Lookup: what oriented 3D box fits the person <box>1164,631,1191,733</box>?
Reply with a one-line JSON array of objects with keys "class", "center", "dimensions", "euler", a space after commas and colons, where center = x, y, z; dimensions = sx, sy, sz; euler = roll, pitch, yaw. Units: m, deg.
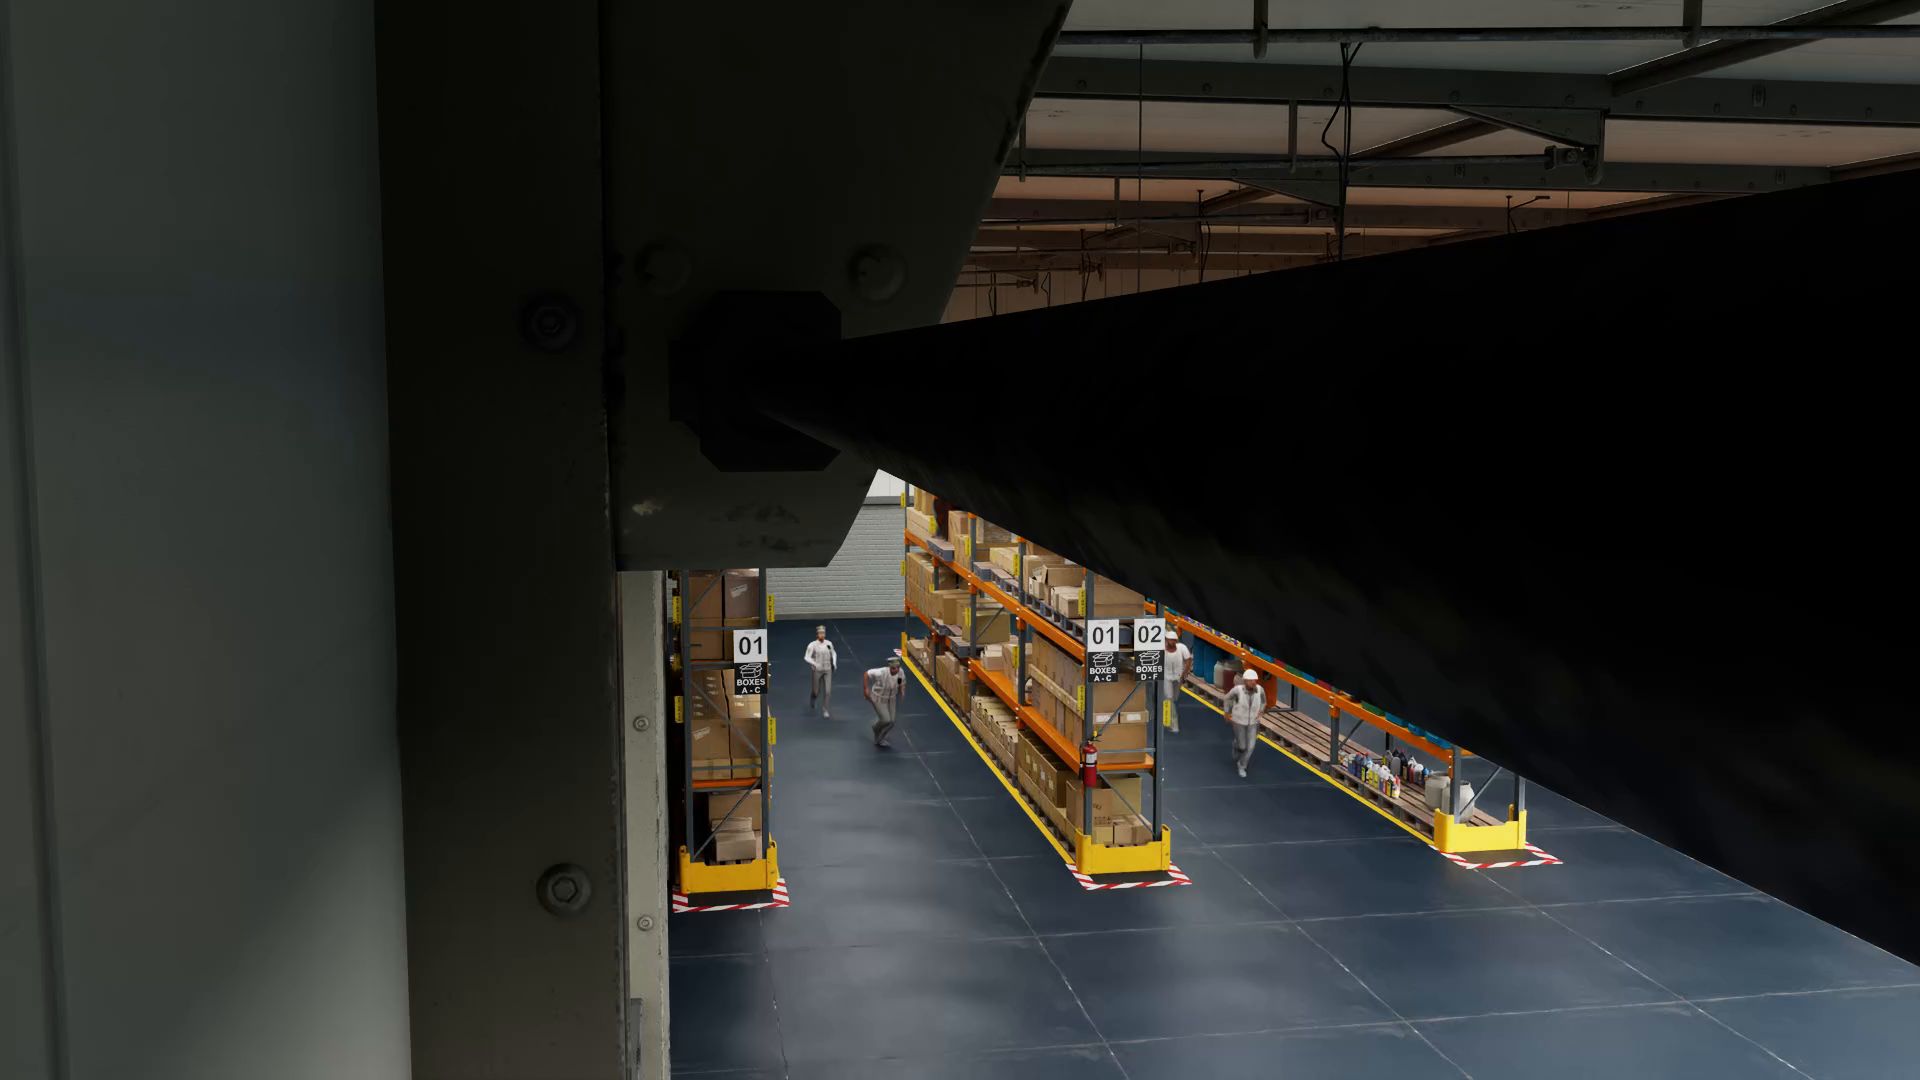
[{"class": "person", "center": [3.709, 2.442, 29.336], "dimensions": [0.699, 1.754, 1.069], "euler": [-1, 6, -7]}]

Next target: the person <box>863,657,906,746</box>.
[{"class": "person", "center": [-1.249, 2.693, 27.597], "dimensions": [0.694, 1.571, 0.886], "euler": [-4, 7, -31]}]

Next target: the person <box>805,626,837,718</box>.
[{"class": "person", "center": [-2.518, 2.367, 30.275], "dimensions": [0.625, 1.654, 0.723], "euler": [-2, 6, -19]}]

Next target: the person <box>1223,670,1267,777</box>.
[{"class": "person", "center": [4.433, 2.825, 25.857], "dimensions": [0.650, 1.707, 0.756], "euler": [-1, 6, -11]}]
